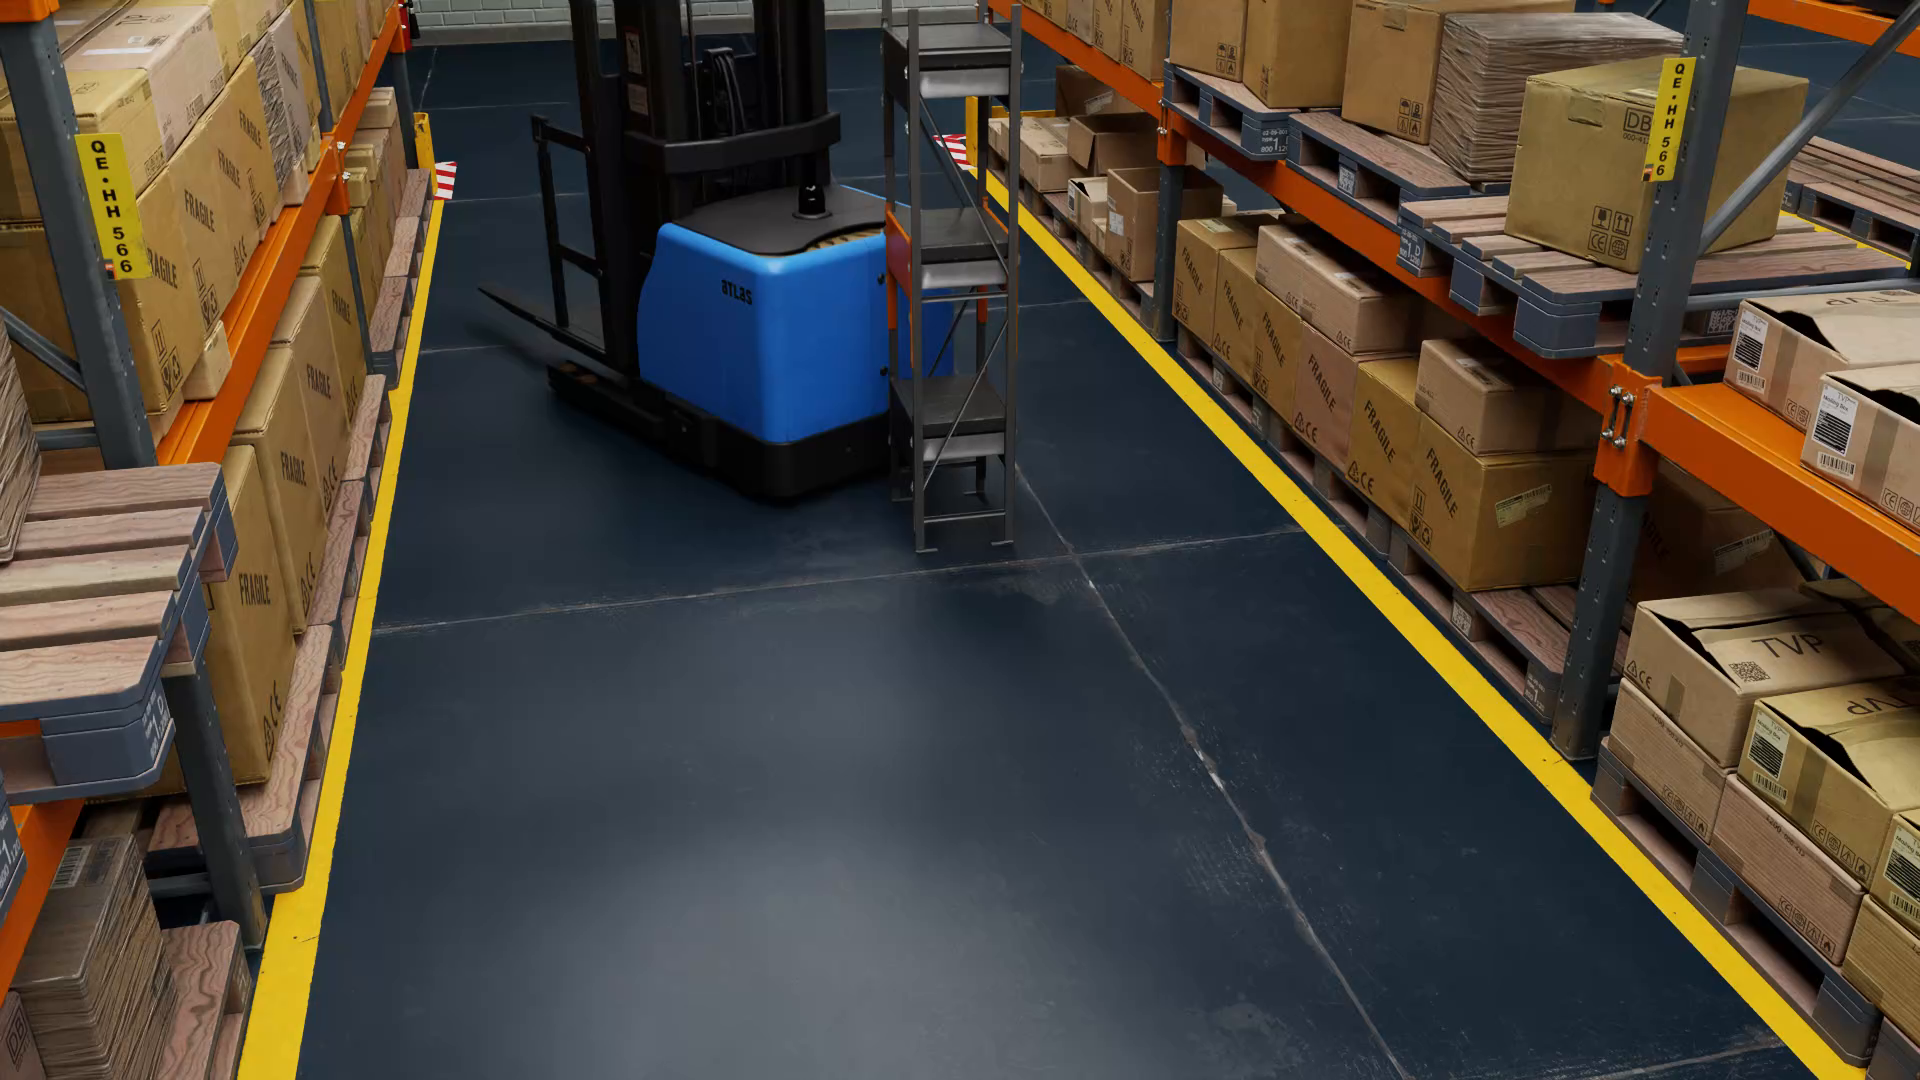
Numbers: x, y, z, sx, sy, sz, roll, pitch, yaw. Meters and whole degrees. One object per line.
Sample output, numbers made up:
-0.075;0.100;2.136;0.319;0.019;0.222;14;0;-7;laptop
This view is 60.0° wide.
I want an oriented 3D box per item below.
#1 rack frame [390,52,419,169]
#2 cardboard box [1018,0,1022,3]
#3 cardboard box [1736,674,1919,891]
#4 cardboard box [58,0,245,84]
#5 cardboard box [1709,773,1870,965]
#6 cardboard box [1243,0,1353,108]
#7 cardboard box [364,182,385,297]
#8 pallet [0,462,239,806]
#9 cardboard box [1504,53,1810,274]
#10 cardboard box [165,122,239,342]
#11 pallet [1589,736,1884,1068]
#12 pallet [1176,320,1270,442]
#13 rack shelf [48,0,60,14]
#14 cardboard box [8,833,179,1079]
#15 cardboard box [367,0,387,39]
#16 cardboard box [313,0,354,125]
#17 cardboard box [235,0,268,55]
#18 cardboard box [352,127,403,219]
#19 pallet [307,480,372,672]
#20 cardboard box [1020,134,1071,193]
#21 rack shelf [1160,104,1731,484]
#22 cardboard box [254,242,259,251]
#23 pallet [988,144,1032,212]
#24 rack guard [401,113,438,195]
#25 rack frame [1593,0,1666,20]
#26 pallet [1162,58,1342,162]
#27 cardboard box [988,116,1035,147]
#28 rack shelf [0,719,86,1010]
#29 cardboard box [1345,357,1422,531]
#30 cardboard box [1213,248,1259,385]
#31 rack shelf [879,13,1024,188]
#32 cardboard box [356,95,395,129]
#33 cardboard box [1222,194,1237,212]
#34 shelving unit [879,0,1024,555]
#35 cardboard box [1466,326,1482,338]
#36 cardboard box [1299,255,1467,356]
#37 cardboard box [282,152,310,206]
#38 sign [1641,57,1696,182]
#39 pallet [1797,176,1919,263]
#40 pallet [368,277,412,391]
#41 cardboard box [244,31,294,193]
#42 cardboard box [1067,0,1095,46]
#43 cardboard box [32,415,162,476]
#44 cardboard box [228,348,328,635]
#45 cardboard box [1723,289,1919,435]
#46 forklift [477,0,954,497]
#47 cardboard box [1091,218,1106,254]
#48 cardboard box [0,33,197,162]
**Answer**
-4.204;-3.706;10.764;1.000;3.000;0.127;-6;27;-12;rack frame
0.586;-3.808;10.855;0.500;0.500;0.500;-6;27;-12;cardboard box
2.382;0.580;4.235;0.500;0.311;0.500;-7;28;-13;cardboard box
-2.612;-1.619;5.334;0.500;0.250;0.500;-7;28;-13;cardboard box
2.370;0.821;4.379;0.500;0.250;0.500;-7;28;-13;cardboard box
1.628;-2.161;7.126;0.700;0.500;0.500;-2;27;-3;cardboard box
-3.482;-1.582;8.862;0.700;0.500;0.500;-6;27;-12;cardboard box
-2.137;0.193;3.251;1.213;0.211;1.003;-6;27;-12;pallet
2.172;-1.196;5.214;0.700;0.500;0.500;-16;31;-29;cardboard box
-2.371;-0.851;4.643;0.500;0.500;0.500;-5;27;-10;cardboard box
2.571;0.911;4.710;1.003;0.211;1.213;-6;27;-12;pallet
1.743;-0.857;8.214;1.003;0.211;1.213;-6;27;-12;pallet
-2.852;-2.090;5.032;1.077;0.370;4.000;-6;27;-12;rack shelf
-2.188;1.036;3.655;0.700;0.500;0.500;-6;27;-11;cardboard box
-3.905;-3.299;9.625;0.980;0.700;0.700;-6;27;-12;cardboard box
-3.409;-2.324;7.693;0.980;0.700;0.700;-6;27;-11;cardboard box
-2.728;-1.843;5.777;0.500;0.250;0.500;-5;27;-11;cardboard box
-3.836;-2.261;10.209;0.700;0.500;0.500;-6;27;-12;cardboard box
-2.777;0.162;6.194;1.003;0.211;1.213;-6;27;-12;pallet
0.693;-2.473;10.885;0.500;0.250;0.500;-6;27;-12;cardboard box
1.973;-1.256;6.708;1.077;0.370;4.000;-6;27;-12;rack shelf
-2.659;-1.048;5.753;0.380;0.149;0.250;-5;27;-10;cardboard box
0.819;-2.583;11.633;1.003;0.211;1.213;-6;27;-12;pallet
-4.210;-2.601;11.348;1.175;0.500;0.348;-6;27;-12;rack guard
5.448;-4.712;12.757;1.000;3.000;0.127;-6;27;-12;rack frame
1.596;-2.007;7.611;1.003;0.211;1.213;-6;27;-12;pallet
0.381;-2.916;11.874;0.380;0.149;0.250;-6;27;-12;cardboard box
-1.951;1.005;2.229;1.077;0.370;4.000;-6;27;-12;rack shelf
1.868;-0.393;6.487;0.500;0.500;0.500;-7;28;-13;cardboard box
1.525;-1.065;7.818;0.500;0.500;0.500;-6;27;-11;cardboard box
-0.037;-1.623;6.112;0.431;0.518;0.480;-6;27;-12;rack shelf
-3.684;-2.620;10.201;0.380;0.149;0.250;-5;27;-10;cardboard box
1.434;-1.972;9.983;0.380;0.166;0.250;-6;27;-12;cardboard box
-0.037;-1.010;6.421;0.431;2.100;0.503;-6;27;-12;shelving unit
2.245;-0.687;7.068;0.500;0.500;0.500;-7;28;-13;cardboard box
1.733;-0.974;6.804;0.500;0.250;0.500;-6;27;-13;cardboard box
-2.740;-1.391;6.433;0.380;0.149;0.250;-6;27;-12;cardboard box
1.897;-1.121;4.446;0.100;0.325;0.005;-6;27;-12;sign
6.146;-2.030;10.538;1.003;0.211;1.213;-6;27;-12;pallet
-3.398;-1.047;8.591;1.003;0.211;1.213;-6;27;-12;pallet
-2.724;-1.515;5.960;0.500;0.500;0.500;-6;27;-12;cardboard box
0.924;-3.145;9.540;0.500;0.500;0.500;-5;27;-10;cardboard box
-2.250;-0.259;4.191;0.380;0.149;0.250;-6;27;-12;cardboard box
-2.631;-0.144;5.625;0.750;0.750;0.750;-6;27;-12;cardboard box
2.463;-0.495;4.501;0.500;0.311;0.500;-4;27;-8;cardboard box
-1.360;-2.072;7.602;1.130;2.935;3.031;-22;34;-36;forklift
0.975;-1.759;9.581;0.380;0.149;0.250;-6;27;-12;cardboard box
-2.375;-1.177;4.457;0.500;0.250;0.500;-6;27;-12;cardboard box
